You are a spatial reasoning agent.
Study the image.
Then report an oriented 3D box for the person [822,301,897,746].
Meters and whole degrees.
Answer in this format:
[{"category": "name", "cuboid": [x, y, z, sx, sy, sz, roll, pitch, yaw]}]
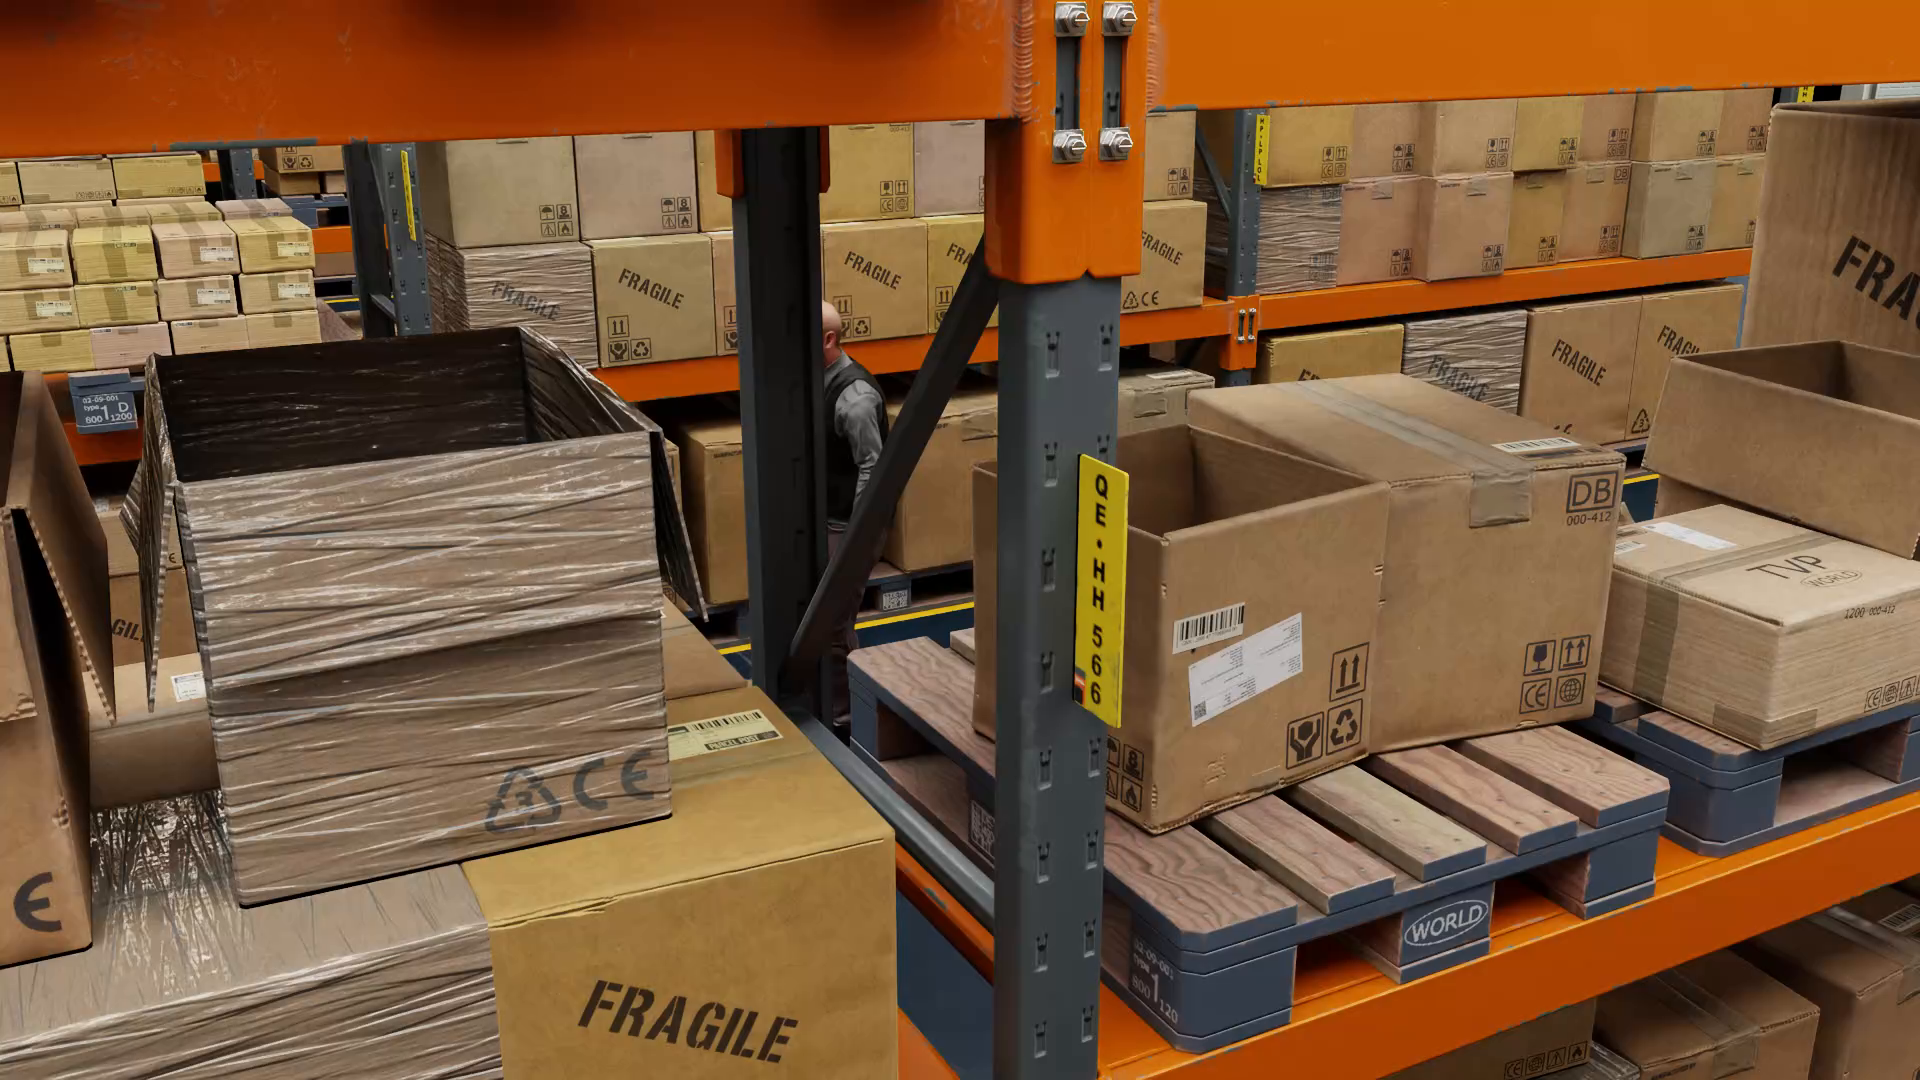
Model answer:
[{"category": "person", "cuboid": [-0.484, -0.055, 6.266, 0.474, 1.720, 0.575, -11, 21, -29]}]
